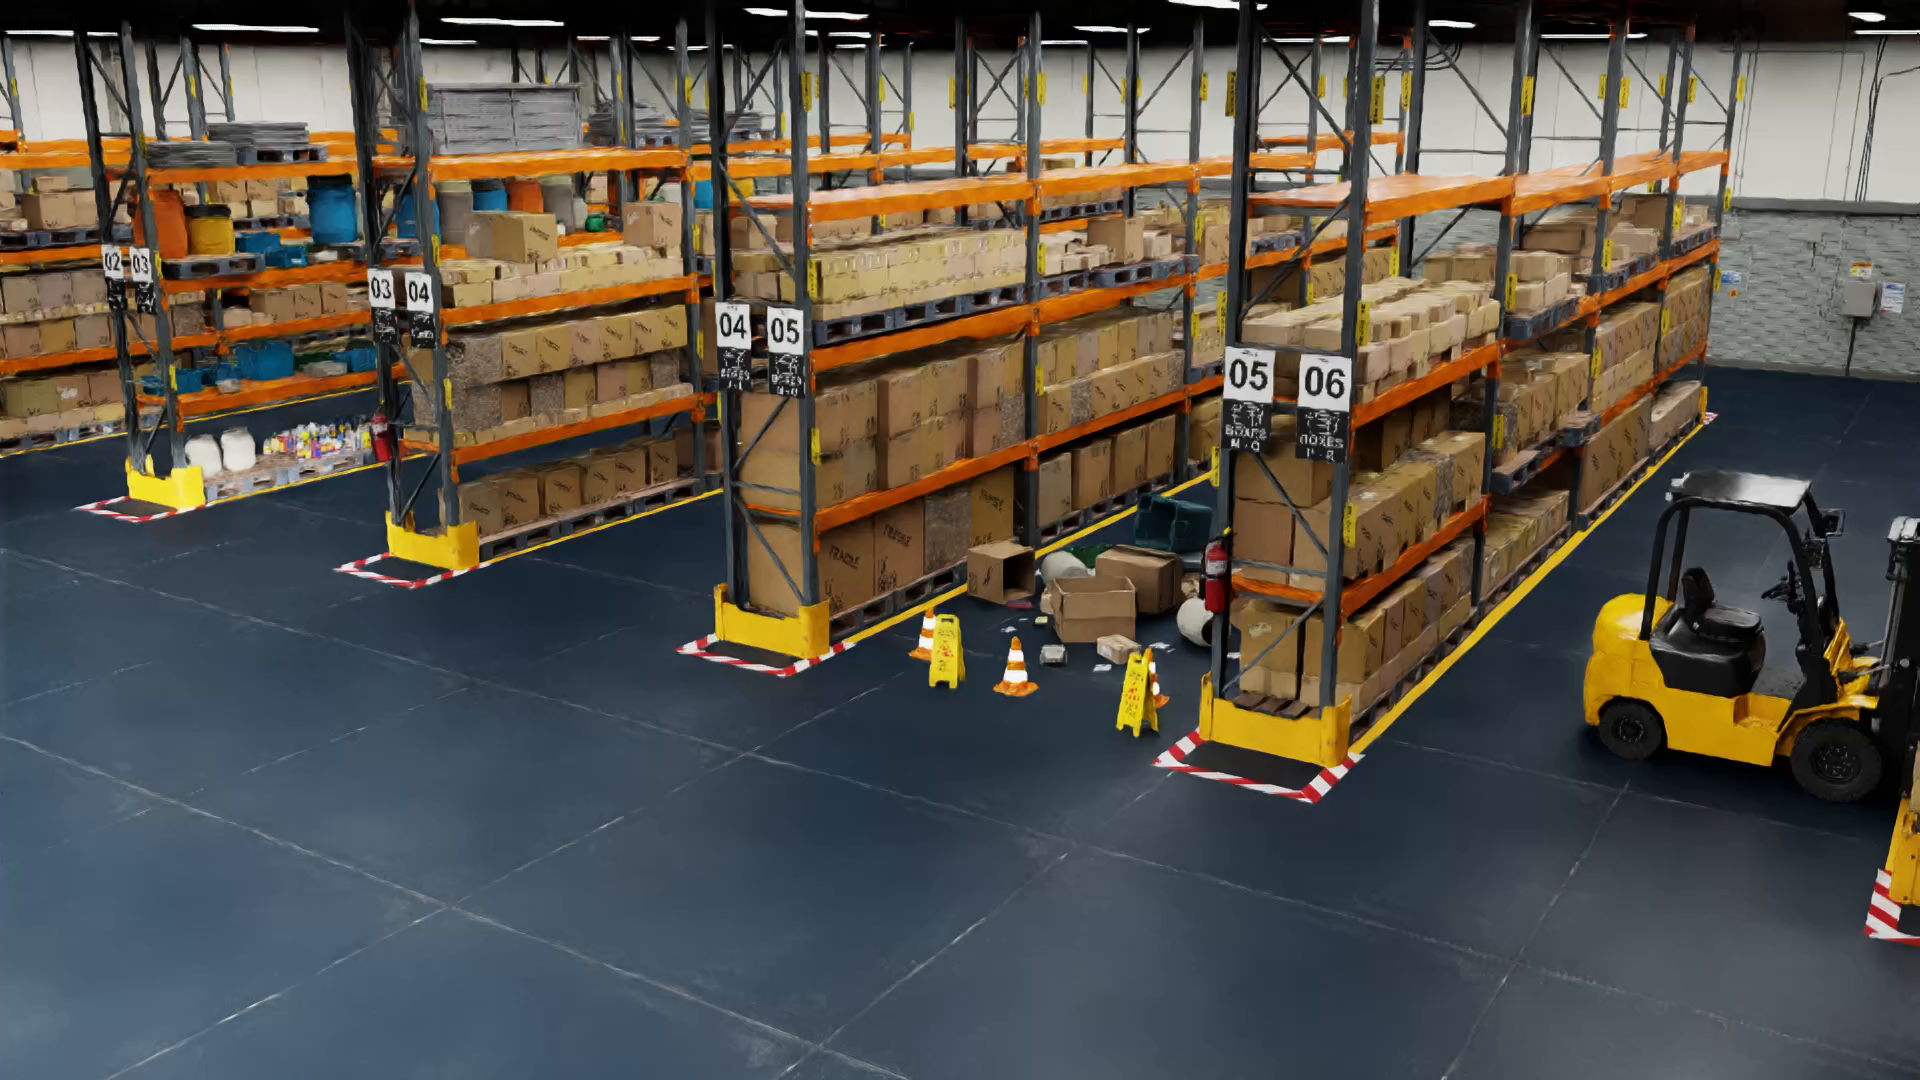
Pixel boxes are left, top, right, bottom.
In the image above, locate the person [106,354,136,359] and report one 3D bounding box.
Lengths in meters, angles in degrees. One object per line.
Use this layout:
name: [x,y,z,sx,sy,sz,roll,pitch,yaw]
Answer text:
person: [-13.890,-3.130,27.491,0.481,1.565,1.094,11,19,34]
